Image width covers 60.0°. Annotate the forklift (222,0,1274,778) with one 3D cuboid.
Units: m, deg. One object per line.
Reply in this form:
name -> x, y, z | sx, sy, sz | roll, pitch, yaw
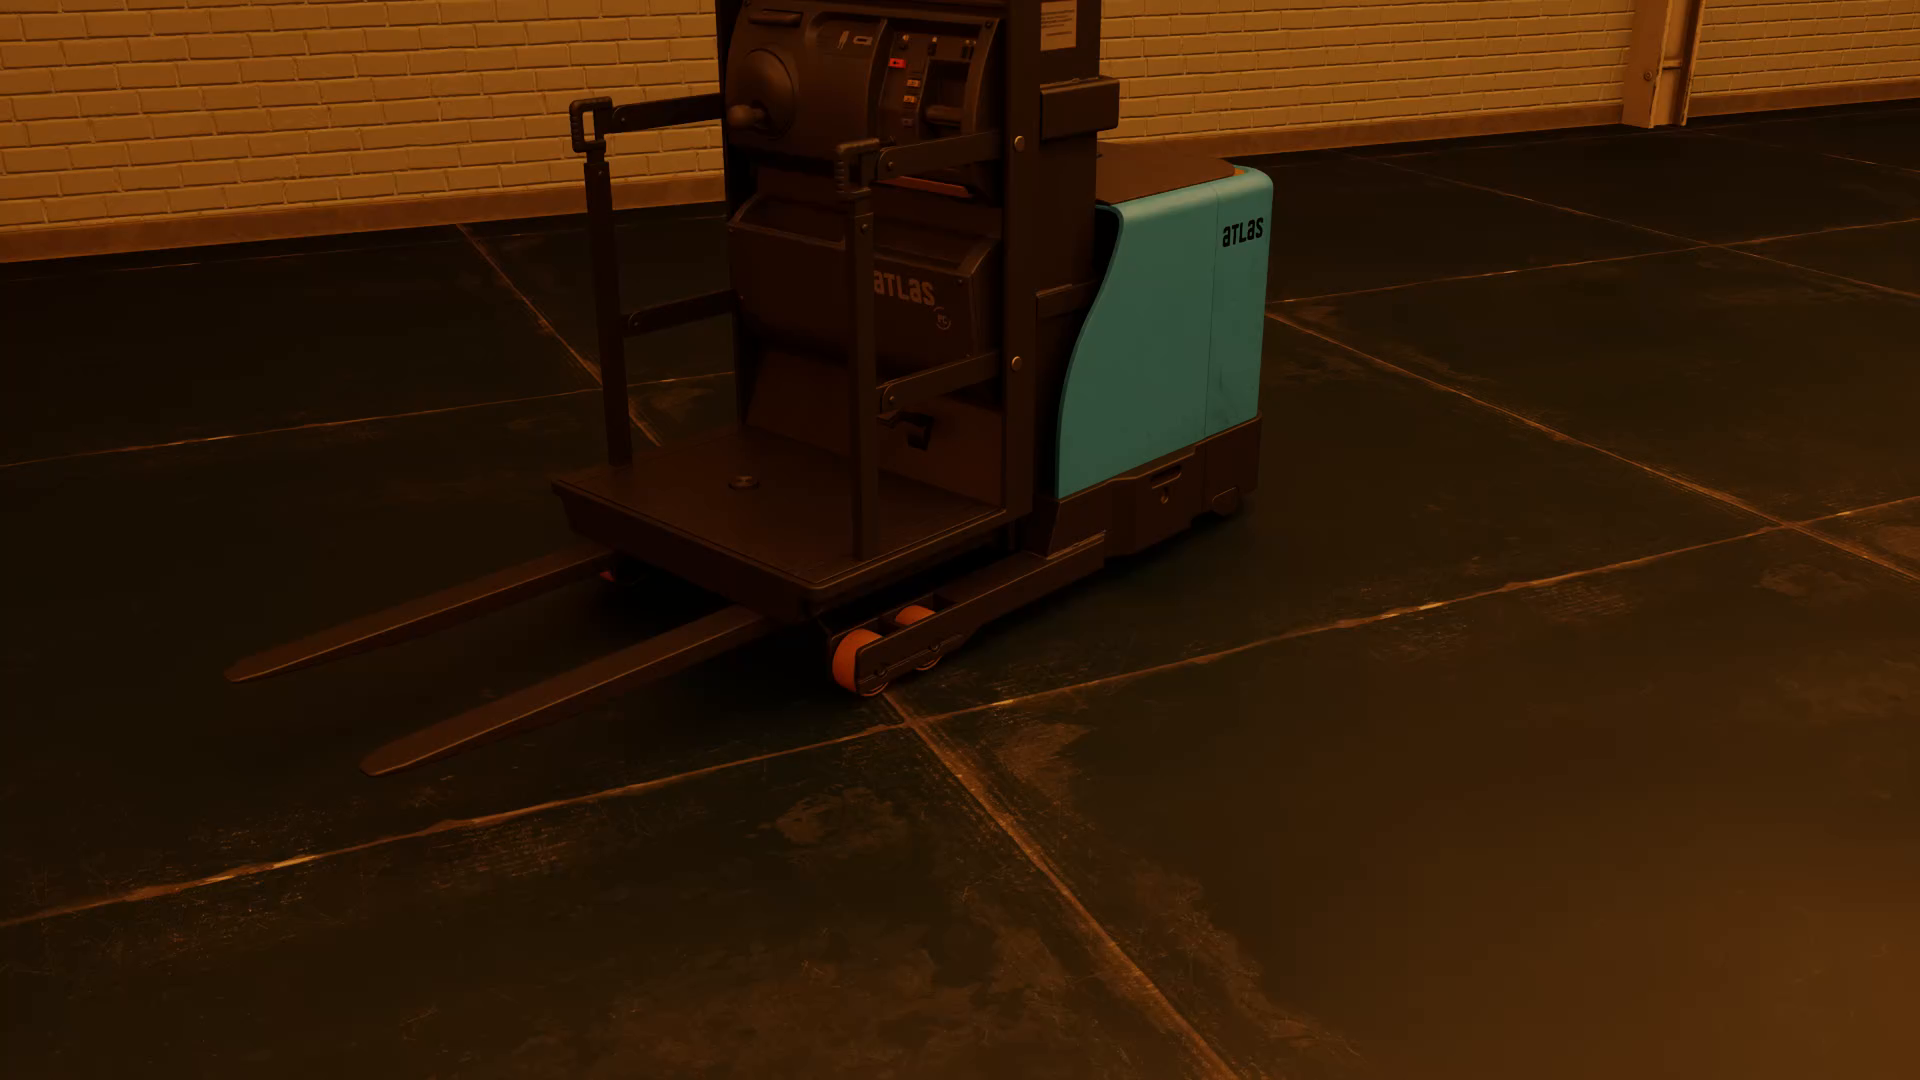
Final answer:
forklift -> -0.413, -1.182, 4.131 | 1.130, 2.935, 3.031 | 19, 29, 39
